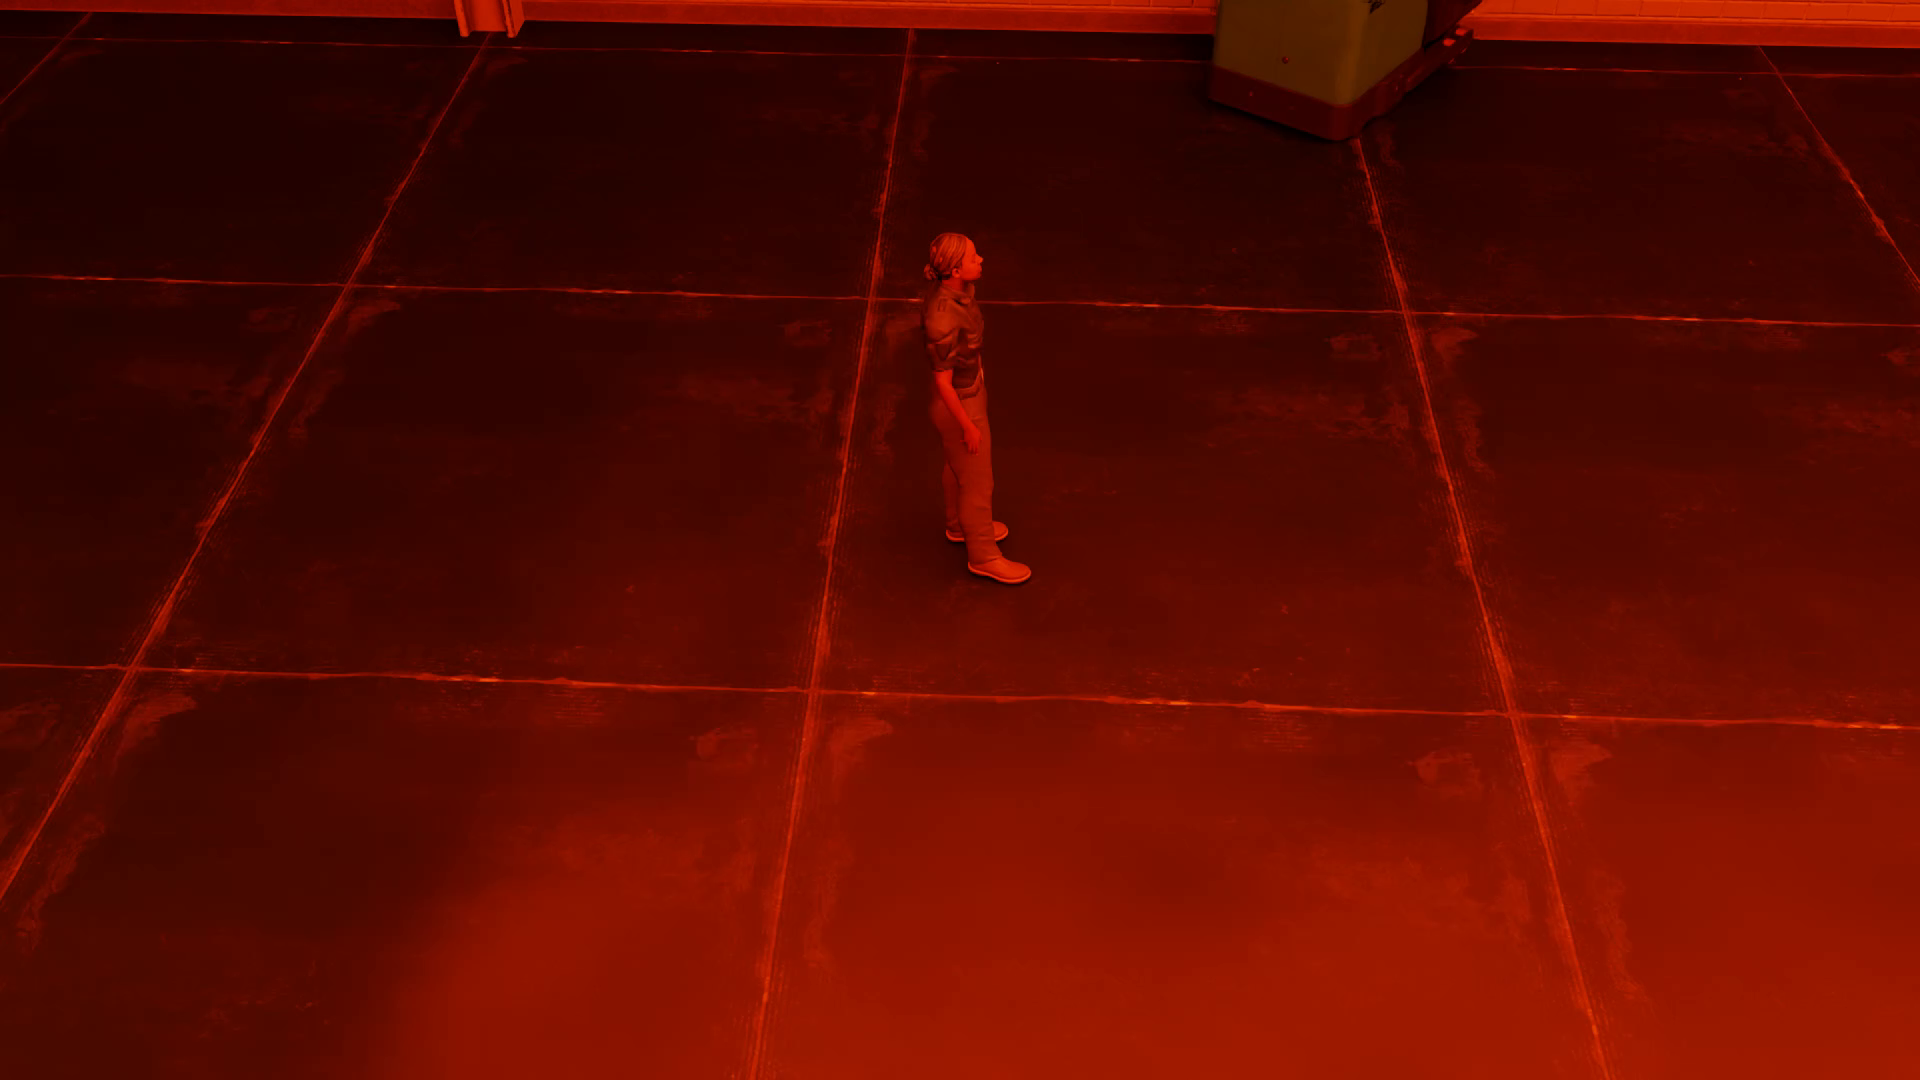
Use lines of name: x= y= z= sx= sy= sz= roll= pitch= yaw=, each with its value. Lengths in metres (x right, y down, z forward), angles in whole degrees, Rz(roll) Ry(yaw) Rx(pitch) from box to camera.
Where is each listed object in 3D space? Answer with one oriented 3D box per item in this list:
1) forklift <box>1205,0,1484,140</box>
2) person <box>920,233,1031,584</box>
forklift: x=2.928 y=-4.570 z=10.749 sx=1.130 sy=2.935 sz=3.031 roll=27 pitch=49 yaw=27
person: x=0.086 y=-0.600 z=7.336 sx=0.504 sy=1.654 sz=0.569 roll=2 pitch=42 yaw=2
